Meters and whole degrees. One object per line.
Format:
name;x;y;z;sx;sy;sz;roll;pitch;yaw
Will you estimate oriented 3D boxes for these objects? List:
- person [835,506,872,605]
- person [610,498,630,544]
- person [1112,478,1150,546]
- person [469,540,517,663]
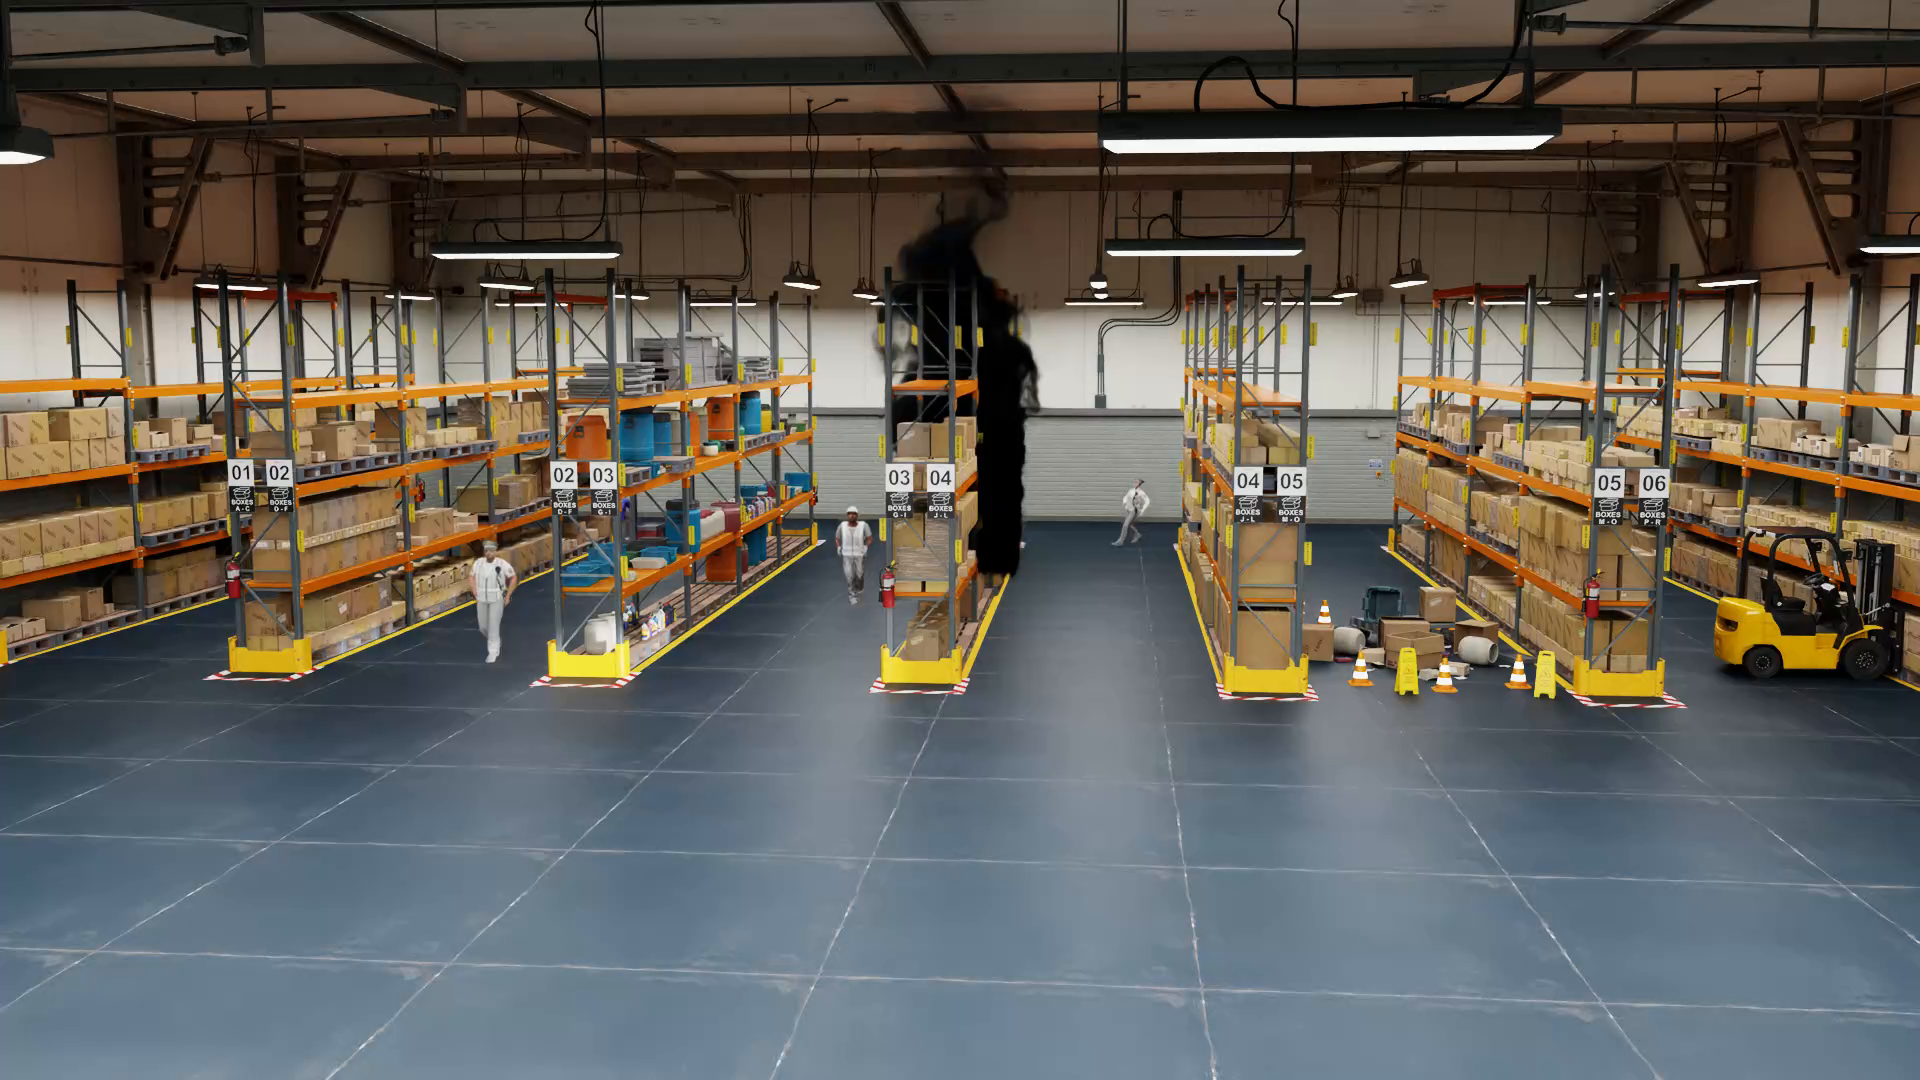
person;-1.892;0.280;29.385;0.655;1.749;0.497;0;7;1
person;-7.080;-0.245;34.525;0.556;1.763;0.687;-1;7;-5
person;4.107;-0.689;39.943;0.901;1.627;0.658;-4;8;-30
person;-6.916;0.877;24.579;0.703;1.779;0.664;0;7;3
